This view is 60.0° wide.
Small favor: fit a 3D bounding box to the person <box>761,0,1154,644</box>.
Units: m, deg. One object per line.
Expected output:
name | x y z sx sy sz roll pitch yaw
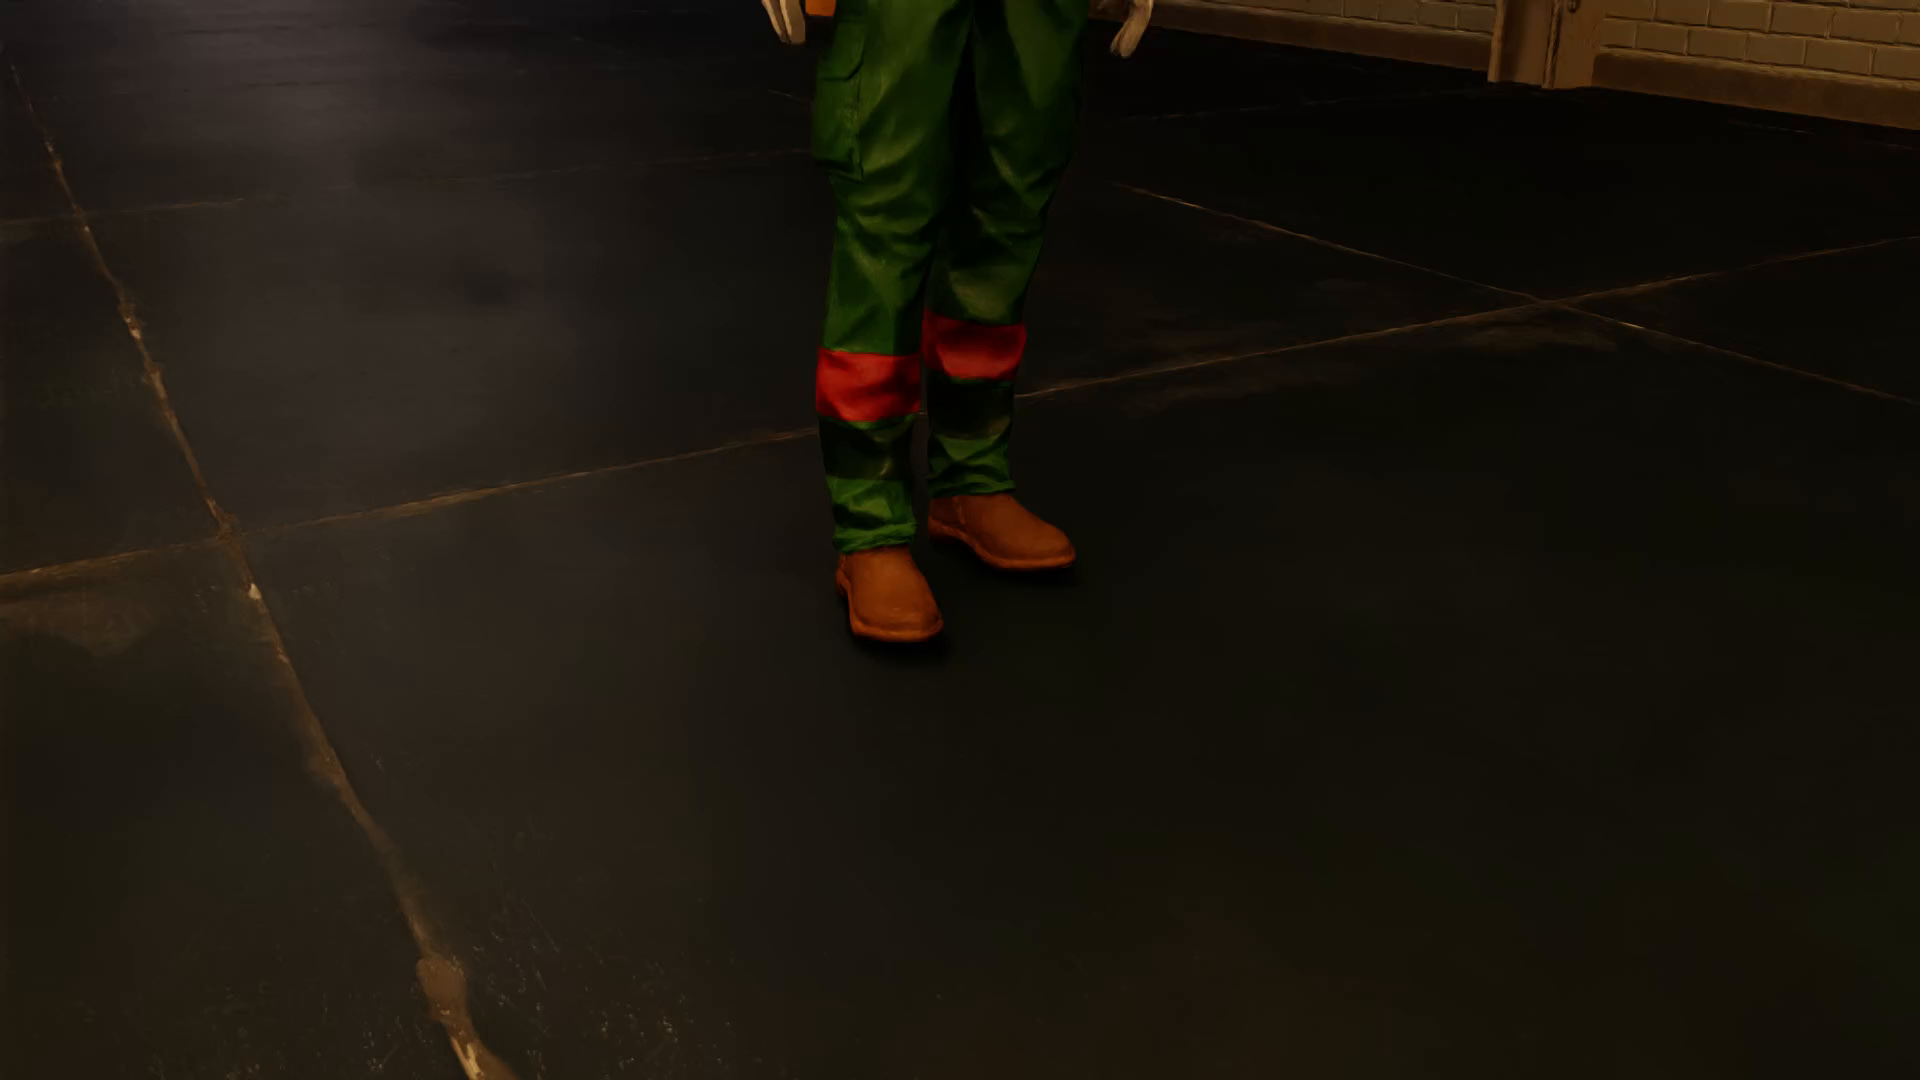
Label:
person | 0.031 -0.805 2.223 0.637 1.787 0.563 -12 25 -28
